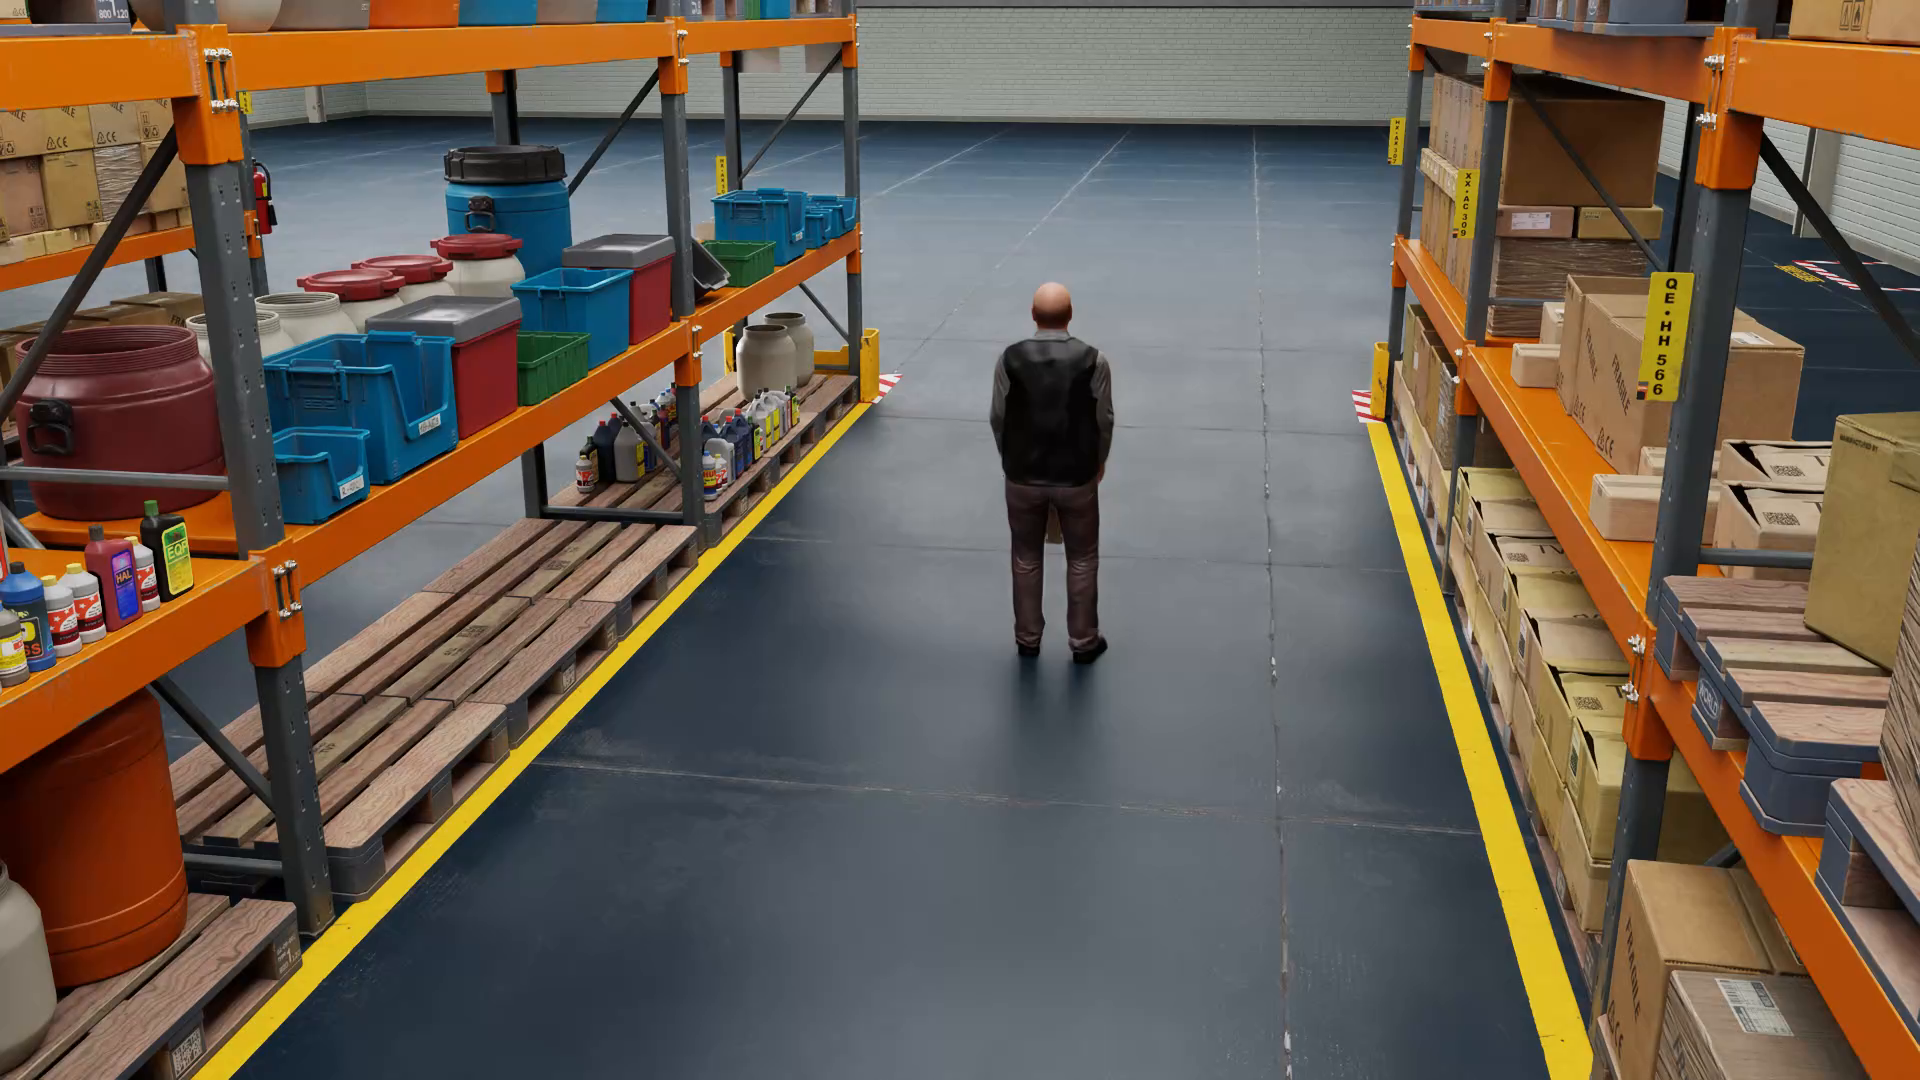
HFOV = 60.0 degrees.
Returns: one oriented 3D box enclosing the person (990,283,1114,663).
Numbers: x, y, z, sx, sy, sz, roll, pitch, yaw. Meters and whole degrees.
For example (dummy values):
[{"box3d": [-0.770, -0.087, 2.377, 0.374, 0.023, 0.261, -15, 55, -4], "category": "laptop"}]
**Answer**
[{"box3d": [0.412, -0.293, 7.498, 0.556, 1.726, 0.471, 2, 18, 7], "category": "person"}]
